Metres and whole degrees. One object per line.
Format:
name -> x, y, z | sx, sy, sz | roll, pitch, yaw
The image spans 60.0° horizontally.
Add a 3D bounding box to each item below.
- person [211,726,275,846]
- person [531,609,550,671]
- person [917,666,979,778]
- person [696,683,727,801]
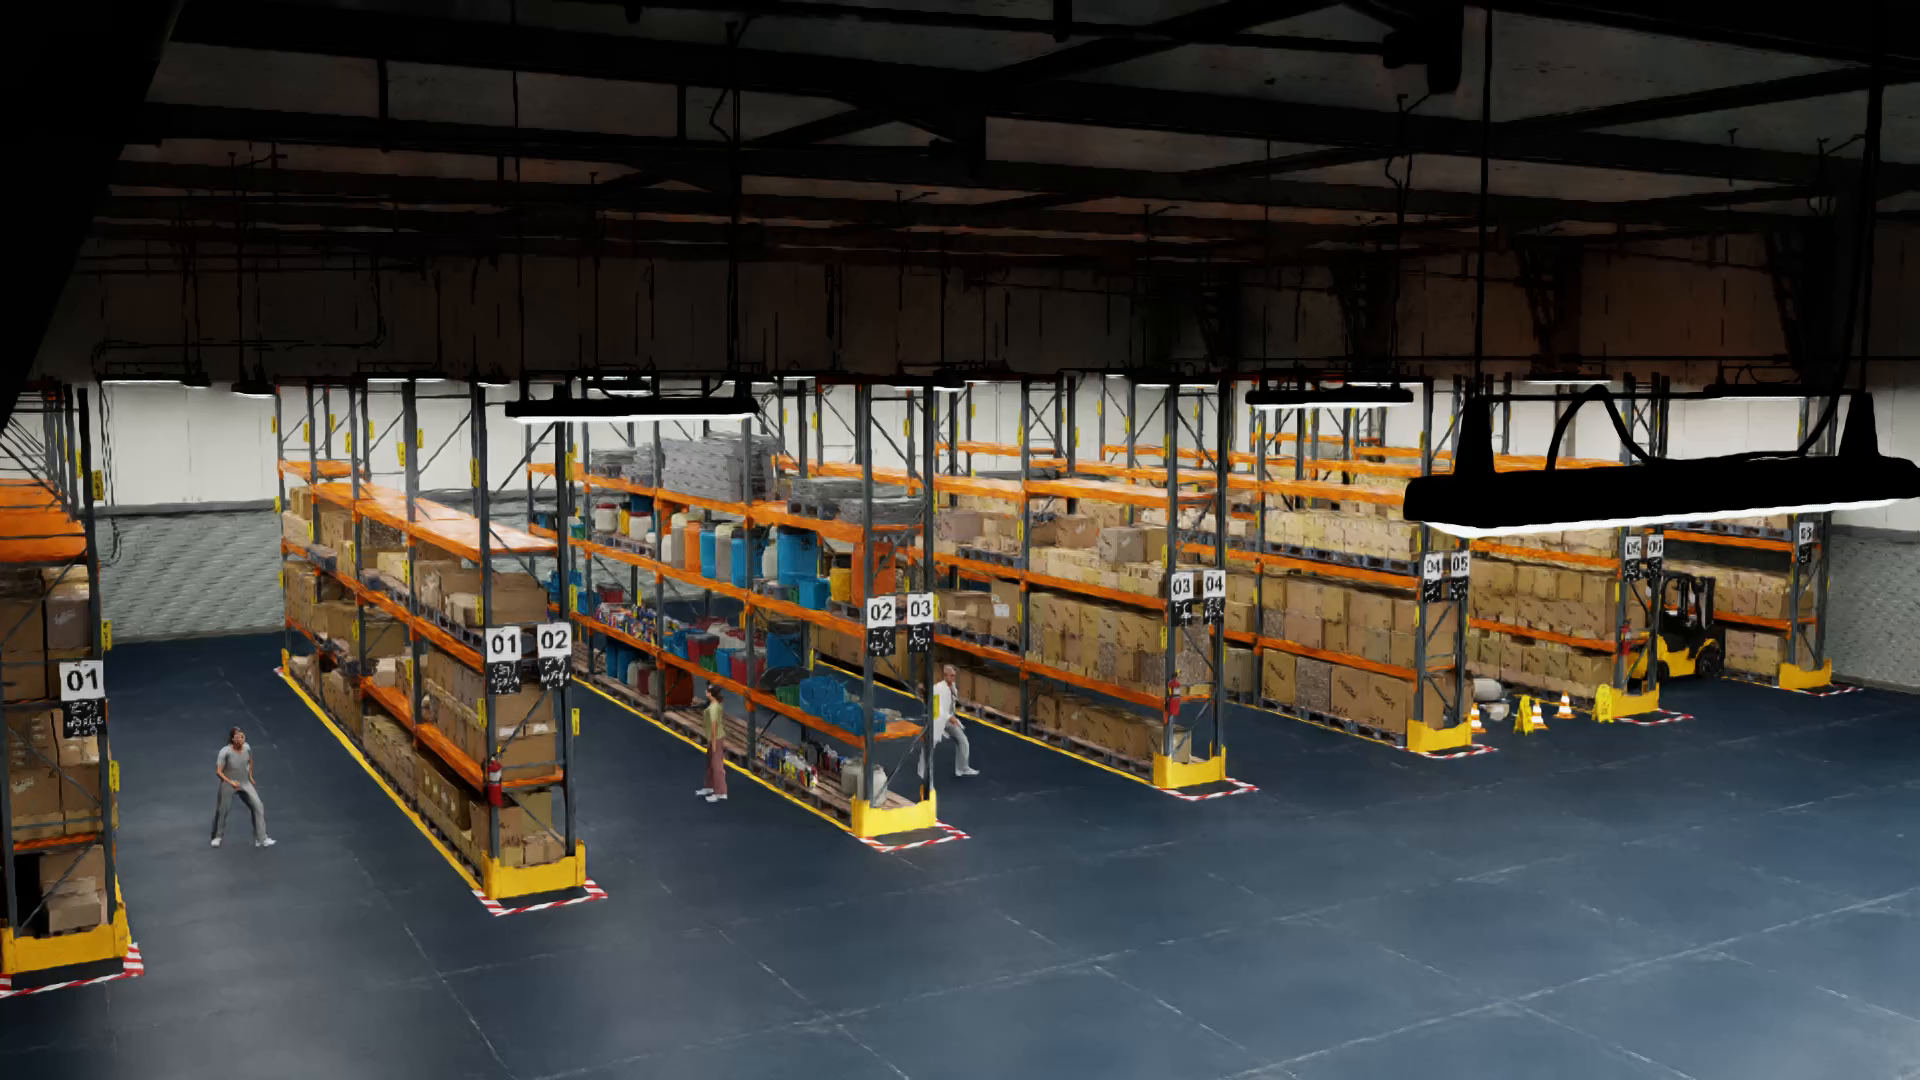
person -> -9.363, 3.172, 21.530 | 0.814, 1.604, 0.609 | 6, 9, 43
person -> -8.445, 1.885, 33.391 | 0.470, 1.584, 0.901 | -2, 6, -14
person -> -0.250, 2.732, 25.038 | 0.857, 1.719, 0.726 | 5, 8, 40
person -> -3.576, 2.876, 23.890 | 0.477, 1.675, 0.493 | 0, 6, 1
